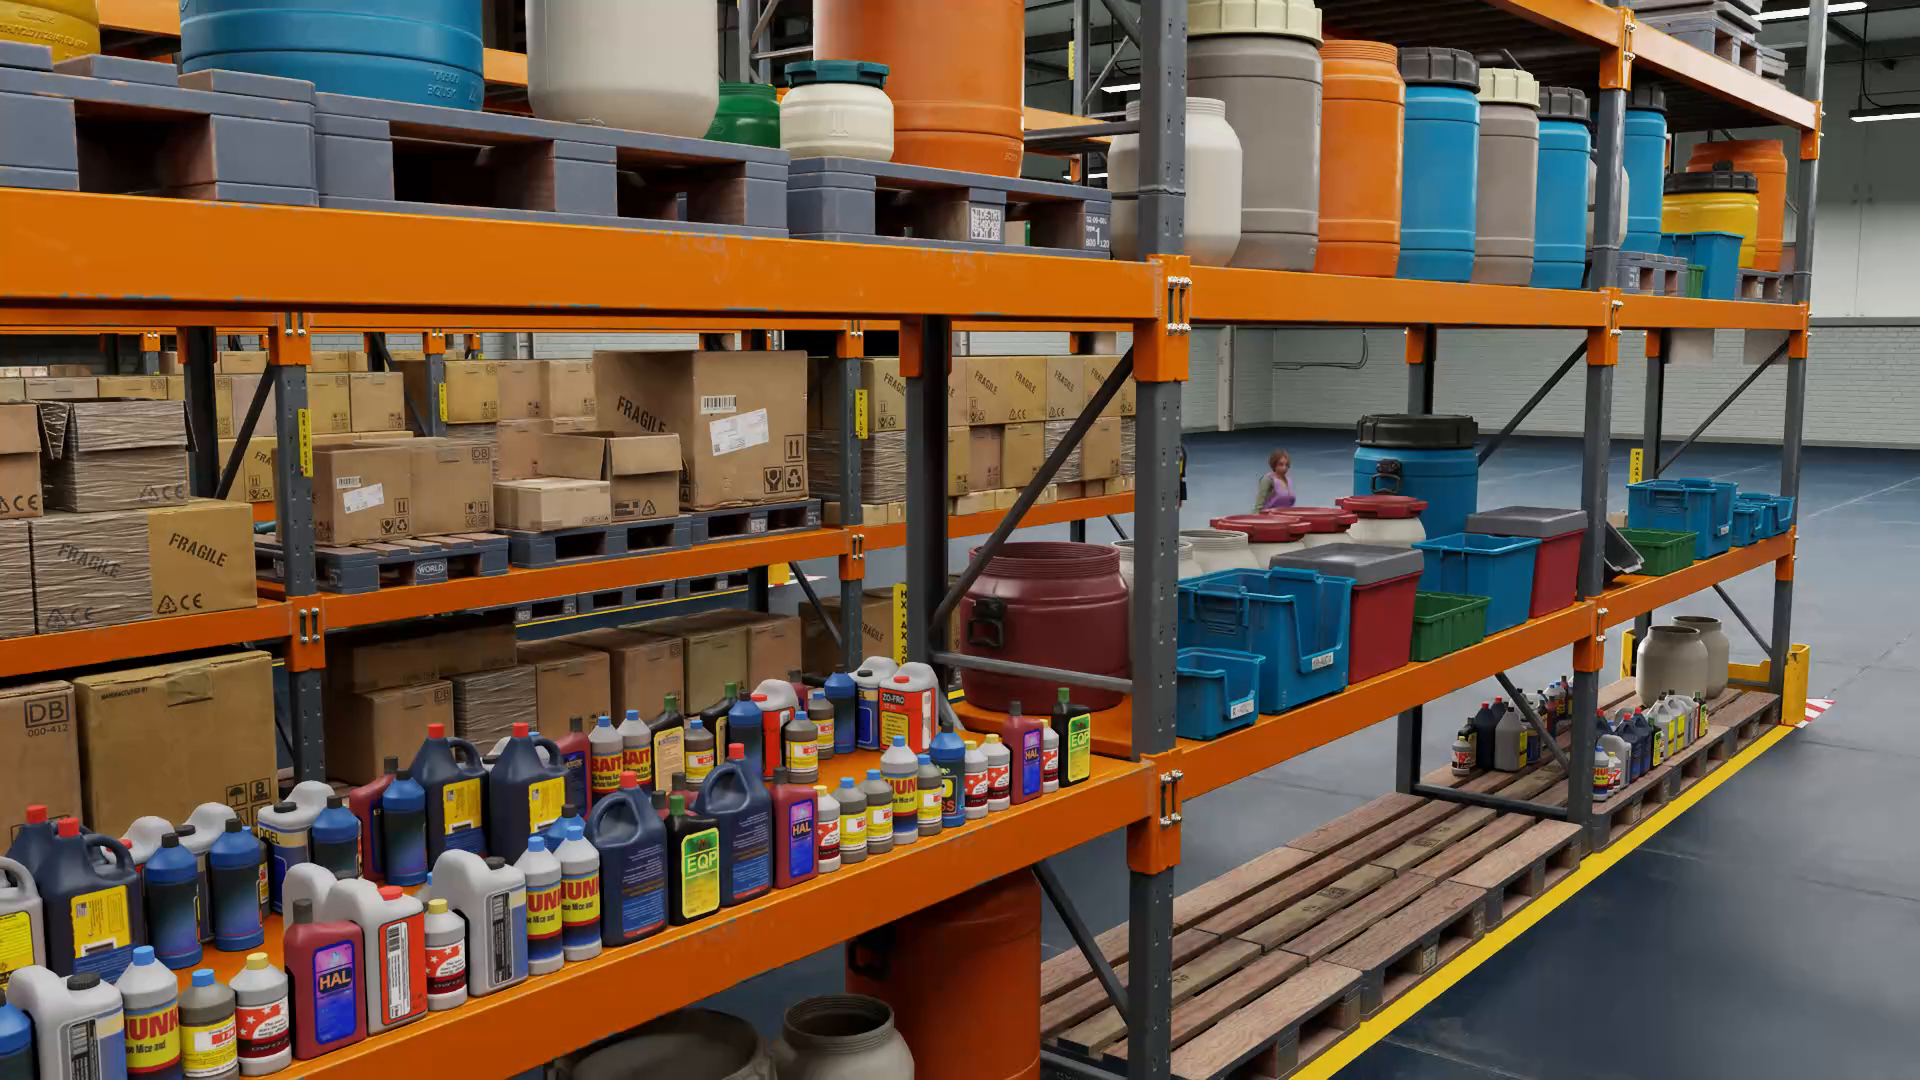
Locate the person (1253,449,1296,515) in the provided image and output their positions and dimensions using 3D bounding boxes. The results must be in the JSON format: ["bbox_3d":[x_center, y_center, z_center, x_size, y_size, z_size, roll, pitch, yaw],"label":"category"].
[{"bbox_3d":[2.840,-0.051,15.192,0.498,1.567,0.631,-6,9,-40],"label":"person"}]
